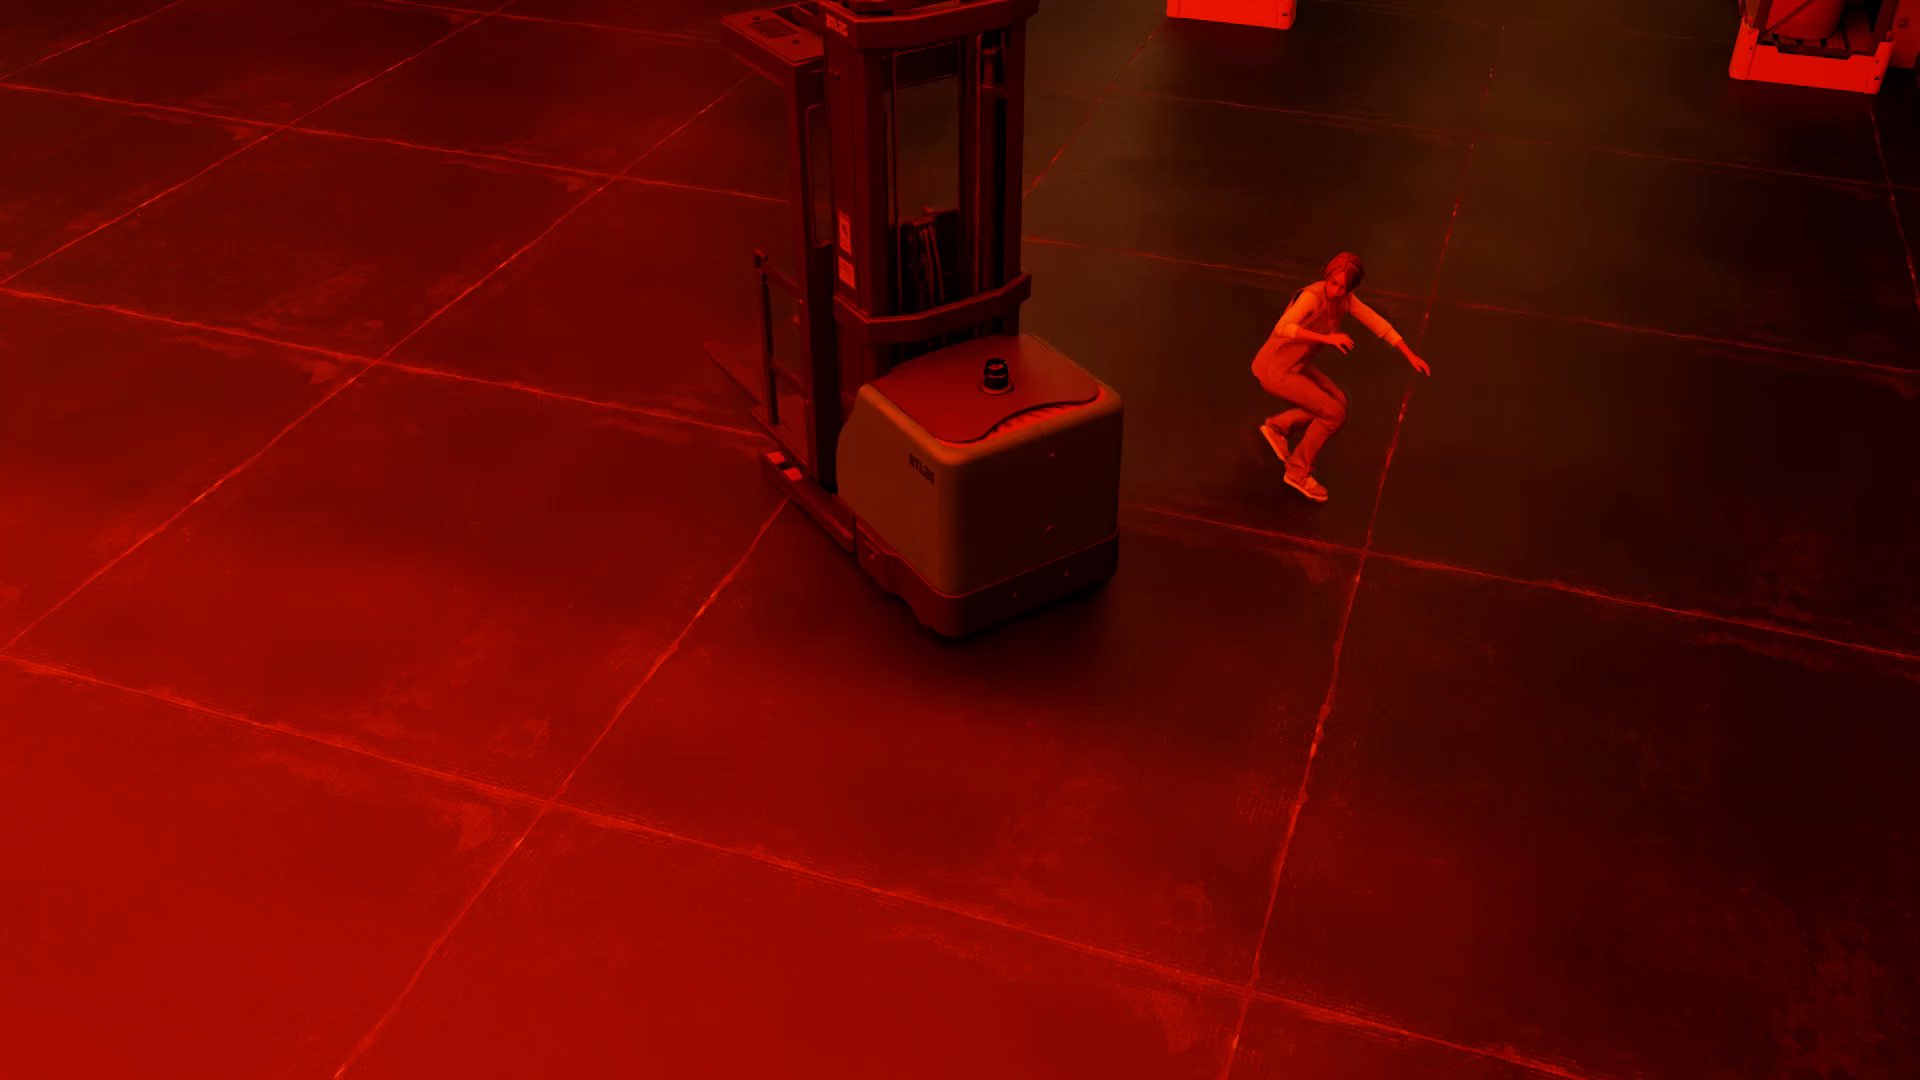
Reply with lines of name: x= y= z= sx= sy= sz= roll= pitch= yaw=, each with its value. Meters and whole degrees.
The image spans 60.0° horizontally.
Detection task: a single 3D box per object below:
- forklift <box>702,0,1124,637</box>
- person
forklift: x=-0.438 y=-1.552 z=8.300 sx=1.130 sy=2.935 sz=3.031 roll=-20 pitch=40 yaw=-26
person: x=1.954 y=-0.848 z=8.700 sx=0.882 sy=1.326 sz=0.680 roll=18 pitch=39 yaw=24
